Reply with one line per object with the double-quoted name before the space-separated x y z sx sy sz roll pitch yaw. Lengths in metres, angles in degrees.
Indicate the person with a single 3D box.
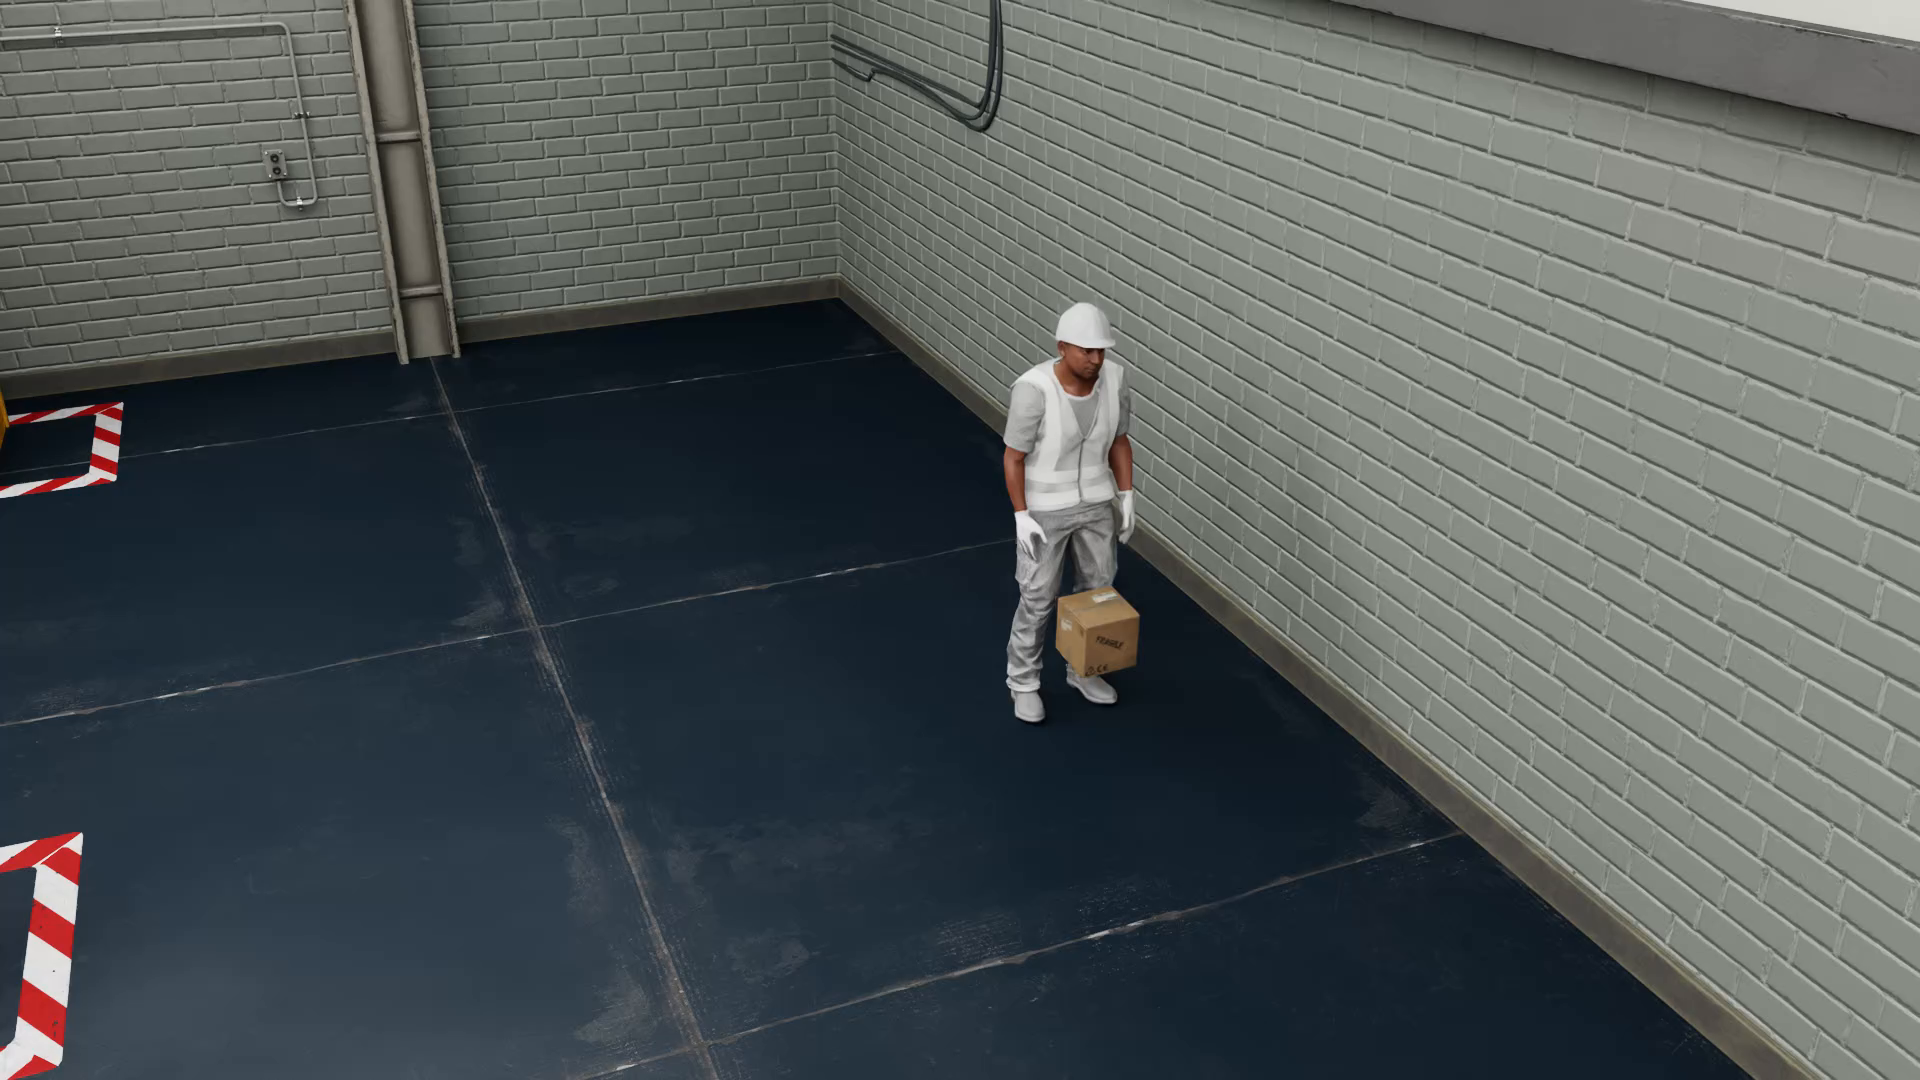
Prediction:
"person" 0.449 -0.128 6.860 0.581 1.779 0.422 -11 28 -22
